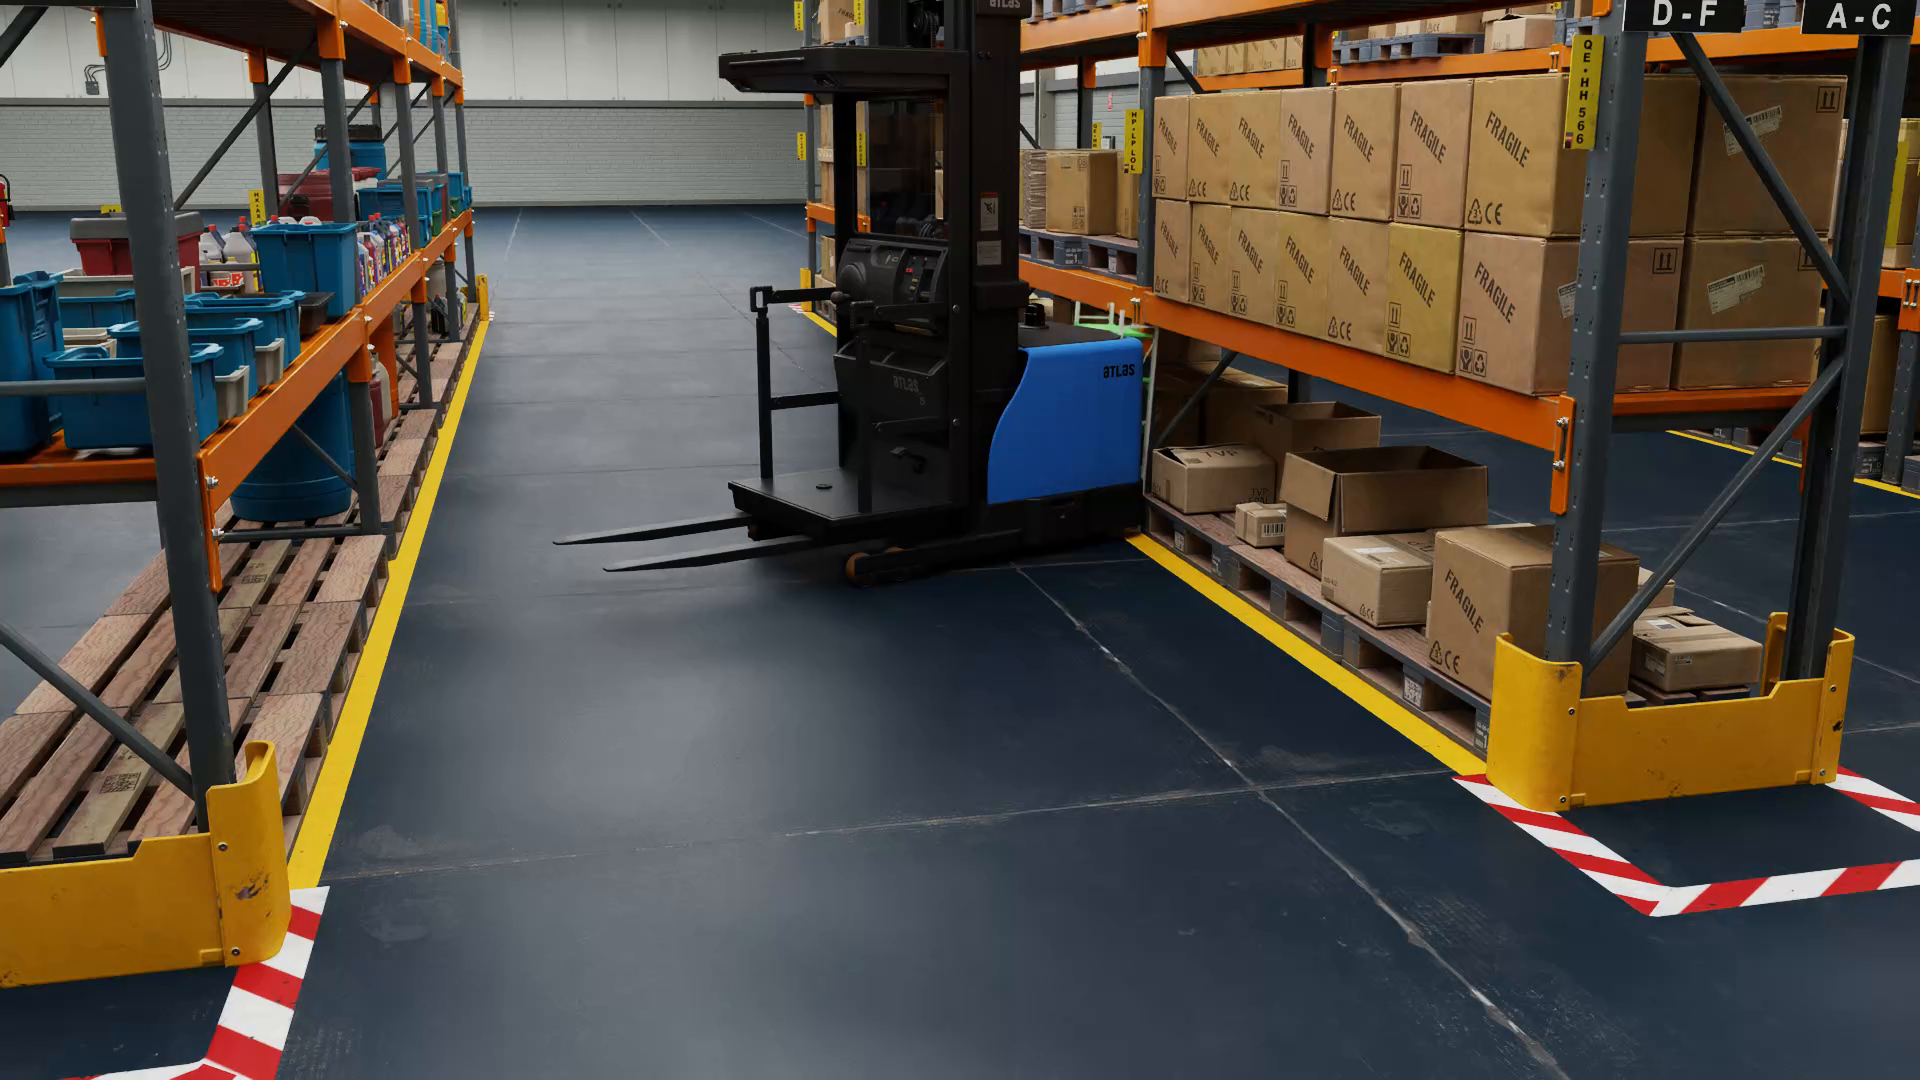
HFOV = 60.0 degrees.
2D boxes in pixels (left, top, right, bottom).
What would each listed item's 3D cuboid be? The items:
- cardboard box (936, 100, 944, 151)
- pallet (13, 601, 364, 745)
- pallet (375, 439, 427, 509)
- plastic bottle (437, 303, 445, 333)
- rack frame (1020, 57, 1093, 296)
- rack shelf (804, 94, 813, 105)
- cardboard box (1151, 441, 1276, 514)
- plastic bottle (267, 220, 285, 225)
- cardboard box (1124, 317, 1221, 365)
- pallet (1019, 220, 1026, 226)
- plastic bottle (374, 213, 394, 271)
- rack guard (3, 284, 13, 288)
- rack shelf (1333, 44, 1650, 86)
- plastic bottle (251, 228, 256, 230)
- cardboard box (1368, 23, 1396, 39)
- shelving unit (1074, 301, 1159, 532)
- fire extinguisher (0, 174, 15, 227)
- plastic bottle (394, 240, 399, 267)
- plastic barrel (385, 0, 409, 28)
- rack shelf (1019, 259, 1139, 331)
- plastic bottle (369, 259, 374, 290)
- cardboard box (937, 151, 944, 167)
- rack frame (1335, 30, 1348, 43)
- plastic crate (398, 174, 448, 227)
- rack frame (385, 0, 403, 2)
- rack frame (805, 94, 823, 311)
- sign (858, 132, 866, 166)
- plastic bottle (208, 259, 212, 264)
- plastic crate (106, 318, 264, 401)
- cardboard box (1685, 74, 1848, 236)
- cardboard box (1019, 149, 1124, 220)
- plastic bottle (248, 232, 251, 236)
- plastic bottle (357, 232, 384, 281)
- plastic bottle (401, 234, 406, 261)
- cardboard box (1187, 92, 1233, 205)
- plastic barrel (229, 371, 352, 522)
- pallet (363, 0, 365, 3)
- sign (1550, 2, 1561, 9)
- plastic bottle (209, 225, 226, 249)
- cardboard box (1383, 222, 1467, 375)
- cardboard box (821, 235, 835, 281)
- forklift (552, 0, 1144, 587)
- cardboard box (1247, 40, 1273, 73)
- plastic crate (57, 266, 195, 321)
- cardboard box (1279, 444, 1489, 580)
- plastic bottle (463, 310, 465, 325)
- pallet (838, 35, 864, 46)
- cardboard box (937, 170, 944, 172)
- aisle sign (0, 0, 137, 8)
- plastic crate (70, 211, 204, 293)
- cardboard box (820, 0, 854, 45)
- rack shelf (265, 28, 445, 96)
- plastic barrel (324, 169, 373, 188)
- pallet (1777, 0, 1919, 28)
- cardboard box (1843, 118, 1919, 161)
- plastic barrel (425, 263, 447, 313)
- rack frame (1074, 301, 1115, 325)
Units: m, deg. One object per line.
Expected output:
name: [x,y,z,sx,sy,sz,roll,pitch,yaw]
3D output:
cardboard box: [-0.541,-4.182,16.781,0.700,0.500,0.500,-3,14,-13]
pallet: [-2.867,0.523,6.340,1.003,0.211,1.213,-3,14,-13]
pallet: [-3.798,-0.388,10.072,1.003,0.211,1.213,-3,14,-13]
plastic bottle: [-5.101,-2.185,16.348,0.061,0.283,0.133,-3,14,-13]
rack frame: [0.509,-2.479,12.753,1.000,3.000,0.127,-3,14,-13]
rack shelf: [-0.900,-4.971,18.148,1.077,0.370,4.000,-3,14,-13]
cardboard box: [1.337,-0.355,8.797,0.500,0.311,0.500,-3,14,-13]
plastic bottle: [-4.411,-1.919,10.722,0.152,0.276,0.135,-3,14,-13]
cardboard box: [1.337,-1.276,10.588,0.500,0.250,0.500,-3,14,-13]
pallet: [0.736,-2.233,12.151,1.213,0.211,1.003,-3,14,-13]
plastic bottle: [-3.532,-1.807,10.108,0.144,0.351,0.185,-3,14,-13]
rack guard: [-10.982,-2.541,18.275,1.175,0.500,0.348,-3,14,-13]
rack shelf: [4.854,-4.325,15.504,1.077,0.370,4.000,-3,14,-13]
plastic bottle: [-4.193,-1.706,9.849,0.152,0.276,0.135,-3,14,-13]
cardboard box: [4.435,-5.258,16.711,0.500,0.500,0.500,-1,14,-5]
shelving unit: [0.816,-0.683,9.155,0.258,1.200,0.503,-2,14,-25]
fire extinguisher: [-10.579,-3.788,18.273,0.296,0.674,0.183,-3,14,-13]
plastic bottle: [-3.596,-1.822,10.483,0.097,0.201,0.097,0,14,0]
plastic barrel: [-4.082,-3.804,11.620,0.421,0.512,0.421,0,14,0]
rack shelf: [0.979,-1.668,10.950,1.077,0.370,4.000,-3,14,-13]
plastic bottle: [-3.215,-1.447,8.950,0.097,0.201,0.097,0,14,0]
cardboard box: [-0.305,-3.838,16.739,0.380,0.149,0.250,-3,14,-13]
rack frame: [4.384,-6.593,16.951,1.000,3.000,0.127,-3,14,-13]
plastic crate: [-4.835,-3.063,15.008,0.402,0.464,0.583,-3,14,-13]
rack frame: [-4.307,-5.118,10.914,1.000,3.000,0.127,-3,14,-13]
rack frame: [-1.370,-4.324,20.307,1.000,3.000,0.127,-3,14,-13]
sign: [-0.969,-3.829,16.290,0.100,0.325,0.005,-3,14,-13]
plastic bottle: [-3.800,-1.317,8.414,0.097,0.201,0.097,0,14,0]
plastic crate: [-2.320,-0.533,5.015,0.416,0.233,0.300,-3,14,-13]
cardboard box: [2.540,-1.285,5.547,0.500,0.500,0.500,-3,14,-11]
cardboard box: [0.767,-2.592,12.122,0.700,0.500,0.500,-9,16,-32]
plastic bottle: [-4.090,-1.636,9.573,0.097,0.271,0.097,0,14,0]
plastic bottle: [-3.378,-1.616,9.481,0.152,0.276,0.135,-3,14,-13]
plastic bottle: [-3.733,-1.957,11.034,0.097,0.201,0.097,0,14,0]
cardboard box: [1.407,-1.847,7.849,0.500,0.500,0.500,-4,14,-15]
plastic barrel: [-3.478,-0.592,8.566,0.600,0.901,0.708,-3,14,-13]
pallet: [-3.916,-3.083,9.304,1.003,0.211,1.213,-3,14,-13]
sign: [4.795,-4.434,13.347,0.100,0.325,0.005,-3,14,-13]
plastic bottle: [-3.945,-1.493,8.823,0.144,0.351,0.185,-3,14,-13]
cardboard box: [1.893,-0.889,6.037,0.500,0.500,0.500,-3,14,-13]
cardboard box: [-1.341,-3.306,19.465,0.500,0.500,0.500,-3,14,-13]
forklift: [-0.518,-1.339,8.232,3.031,2.935,1.130,-9,17,-33]
cardboard box: [3.644,-5.658,19.192,0.500,0.500,0.500,-2,14,-10]
plastic crate: [-3.188,-0.890,6.372,0.437,0.282,0.530,-3,14,-13]
cardboard box: [1.895,-0.124,7.447,0.797,0.503,0.637,-3,14,-13]
plastic bottle: [-5.120,-2.300,16.991,0.097,0.201,0.097,0,14,0]
pallet: [-0.656,-5.011,16.984,1.003,0.211,1.213,-3,14,-13]
cardboard box: [-0.024,-3.035,14.819,0.500,0.500,0.500,-3,14,-13]
aisle sign: [-2.122,-1.621,3.763,0.394,0.787,0.004,-3,14,-13]
plastic crate: [-3.401,-1.121,6.934,0.402,0.464,0.583,-3,14,-13]
cardboard box: [-1.245,-5.704,18.242,0.500,0.500,0.500,-3,14,-13]
rack shelf: [-4.776,-3.773,13.244,1.077,0.370,4.000,-3,14,-13]
plastic barrel: [-5.062,-2.790,13.741,0.433,0.535,0.433,0,14,0]
pallet: [5.999,-3.406,10.631,0.805,0.209,1.217,-4,14,-15]
cardboard box: [5.904,-2.494,10.354,0.500,0.250,0.500,-3,14,-12]
plastic barrel: [-5.839,-2.781,18.348,0.421,0.512,0.421,0,14,0]
rack frame: [0.714,-0.738,9.370,0.240,1.200,0.015,-2,14,-25]
